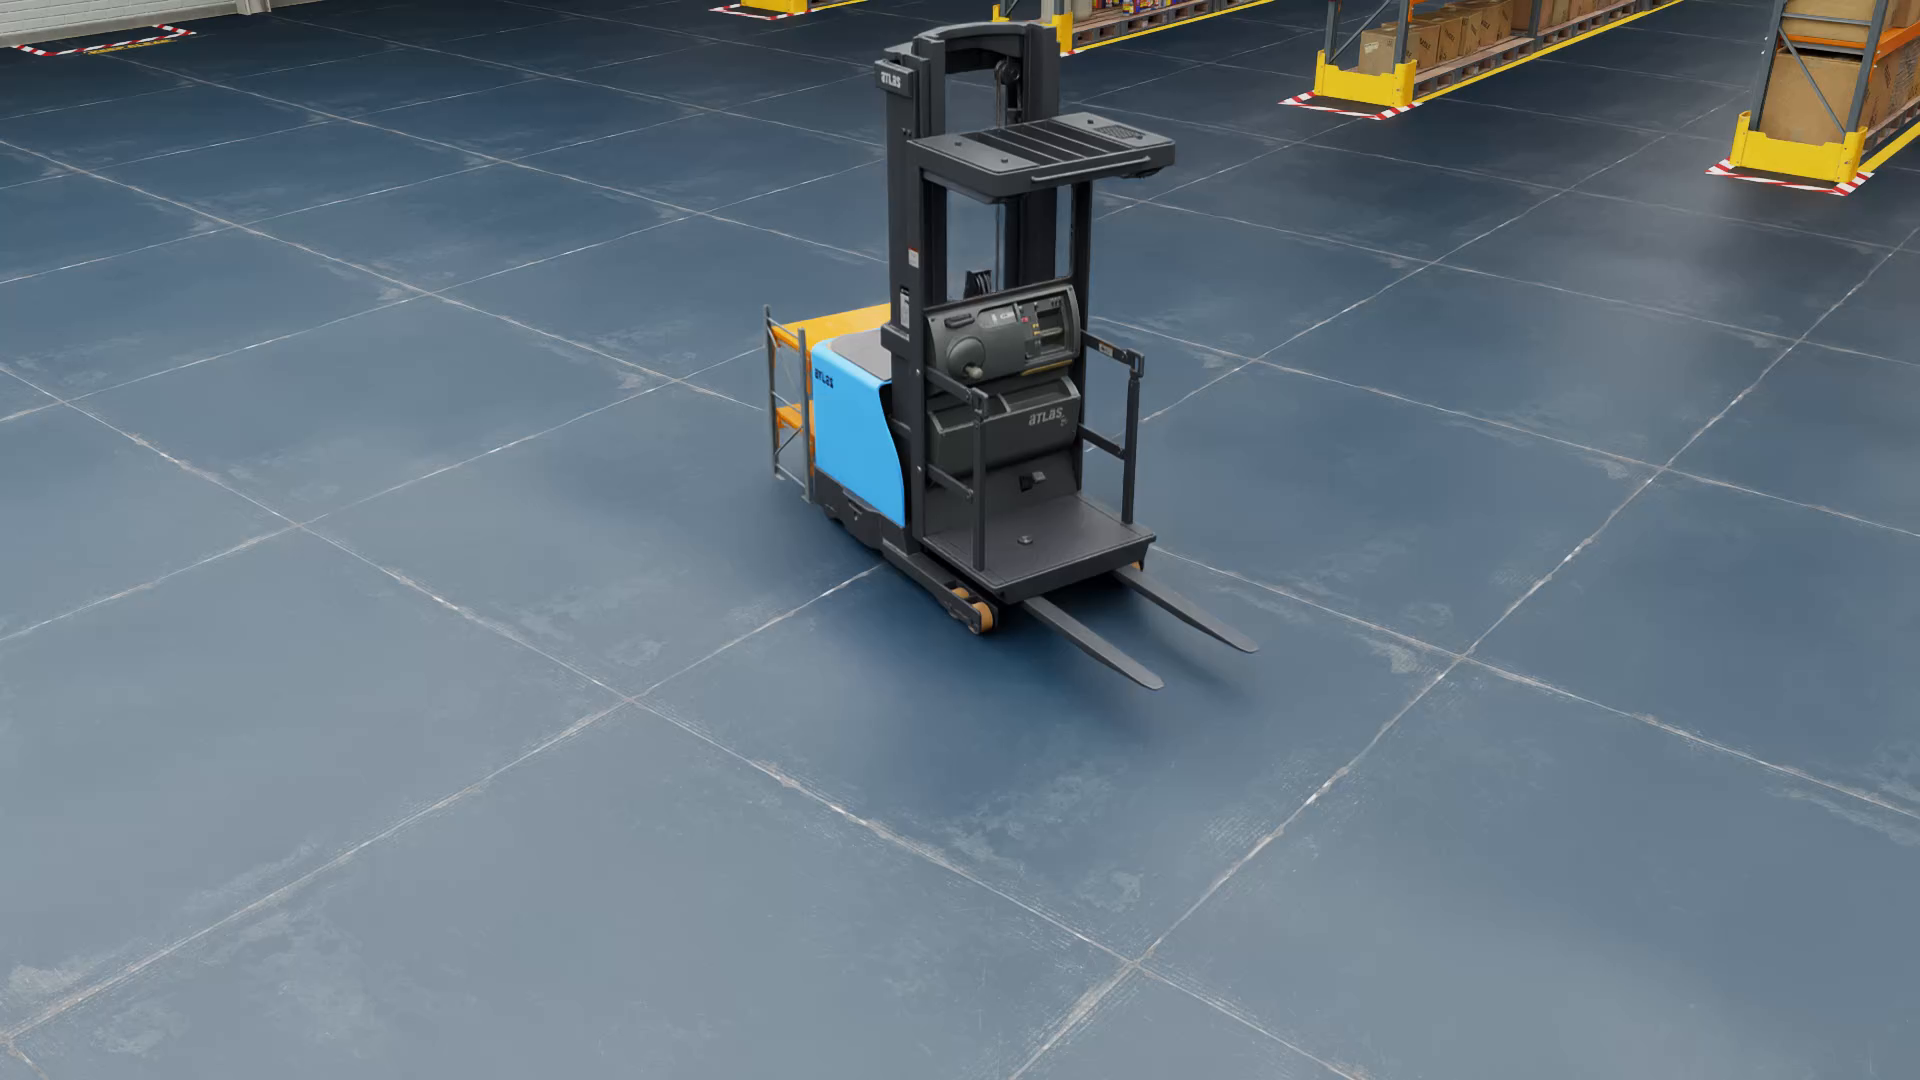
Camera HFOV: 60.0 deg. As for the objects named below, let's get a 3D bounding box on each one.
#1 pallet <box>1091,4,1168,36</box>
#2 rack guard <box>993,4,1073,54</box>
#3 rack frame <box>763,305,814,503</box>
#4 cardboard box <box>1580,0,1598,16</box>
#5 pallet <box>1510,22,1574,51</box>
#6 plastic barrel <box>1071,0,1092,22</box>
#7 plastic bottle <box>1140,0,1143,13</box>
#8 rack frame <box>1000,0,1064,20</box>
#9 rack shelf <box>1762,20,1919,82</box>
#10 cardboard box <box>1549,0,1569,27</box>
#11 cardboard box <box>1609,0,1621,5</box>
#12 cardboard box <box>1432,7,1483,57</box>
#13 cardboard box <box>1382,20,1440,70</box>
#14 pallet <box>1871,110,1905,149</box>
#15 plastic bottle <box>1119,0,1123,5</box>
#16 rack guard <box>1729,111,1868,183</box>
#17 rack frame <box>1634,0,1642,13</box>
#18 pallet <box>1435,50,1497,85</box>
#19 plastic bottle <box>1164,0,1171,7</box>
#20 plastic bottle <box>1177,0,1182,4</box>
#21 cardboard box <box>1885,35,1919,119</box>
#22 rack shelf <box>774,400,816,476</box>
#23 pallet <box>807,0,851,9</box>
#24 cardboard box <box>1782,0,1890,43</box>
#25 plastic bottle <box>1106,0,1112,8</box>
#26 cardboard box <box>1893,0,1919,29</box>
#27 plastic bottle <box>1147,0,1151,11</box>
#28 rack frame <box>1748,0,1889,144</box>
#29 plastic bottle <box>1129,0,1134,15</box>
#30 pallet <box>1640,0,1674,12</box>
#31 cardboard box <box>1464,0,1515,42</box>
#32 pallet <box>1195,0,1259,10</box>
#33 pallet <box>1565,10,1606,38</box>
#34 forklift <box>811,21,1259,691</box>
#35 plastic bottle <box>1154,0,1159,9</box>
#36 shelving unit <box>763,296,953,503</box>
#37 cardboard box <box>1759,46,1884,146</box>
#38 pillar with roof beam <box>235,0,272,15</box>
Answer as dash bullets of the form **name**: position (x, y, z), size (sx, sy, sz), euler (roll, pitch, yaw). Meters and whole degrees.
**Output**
- **pallet**: position (2.284, -7.591, 24.193), size (1.003, 0.211, 1.213), euler (21, 34, 34)
- **rack guard**: position (0.987, -7.002, 22.741), size (1.175, 0.500, 0.348), euler (21, 34, 34)
- **rack frame**: position (-1.045, -0.824, 10.119), size (0.032, 1.125, 0.500), euler (-16, 31, -28)
- **cardboard box**: position (8.776, -7.899, 23.996), size (0.700, 0.500, 0.500), euler (24, 36, 38)
- **pallet**: position (7.835, -7.080, 23.206), size (1.003, 0.211, 1.213), euler (21, 34, 34)
- **plastic barrel**: position (1.653, -7.586, 23.401), size (0.421, 0.512, 0.421), euler (0, 27, 0)
- **plastic bottle**: position (2.586, -7.728, 23.915), size (0.097, 0.271, 0.097), euler (0, 27, 0)
- **rack frame**: position (0.975, -8.072, 22.088), size (1.000, 3.000, 0.127), euler (21, 34, 34)
- **rack shelf**: position (9.832, -5.528, 17.954), size (1.077, 0.370, 4.000), euler (21, 34, 34)
- **cardboard box**: position (8.066, -7.502, 23.229), size (0.700, 0.500, 0.500), euler (21, 34, 34)
- **cardboard box**: position (9.474, -8.302, 24.775), size (0.700, 0.500, 0.500), euler (19, 33, 32)
- **cardboard box**: position (6.363, -6.540, 21.391), size (0.500, 0.500, 0.500), euler (17, 32, 30)
- **cardboard box**: position (5.560, -6.139, 20.615), size (0.500, 0.500, 0.500), euler (-18, 32, -31)
- **pallet**: position (9.784, -4.637, 18.484), size (1.003, 0.211, 1.213), euler (21, 34, 34)
- **plastic bottle**: position (2.425, -8.058, 24.548), size (0.152, 0.276, 0.135), euler (21, 34, 34)
- **rack guard**: position (8.544, -4.020, 16.976), size (1.175, 0.500, 0.348), euler (21, 34, 34)
- **rack frame**: position (9.885, -9.460, 24.773), size (1.000, 3.000, 0.127), euler (21, 34, 34)
- **pallet**: position (6.165, -6.121, 21.352), size (1.003, 0.211, 1.213), euler (21, 34, 34)
- **plastic bottle**: position (3.004, -8.013, 24.380), size (0.144, 0.351, 0.185), euler (21, 34, 34)
- **plastic bottle**: position (3.210, -8.128, 24.601), size (0.144, 0.351, 0.185), euler (19, 33, 32)
- **cardboard box**: position (10.079, -5.276, 18.540), size (0.875, 0.875, 0.875), euler (21, 34, 35)
- **rack shelf**: position (-0.616, -0.732, 10.473), size (1.000, 0.278, 0.538), euler (-16, 31, -28)
- **pallet**: position (-2.391, -8.565, 26.077), size (1.003, 0.211, 1.213), euler (21, 34, 34)
- **cardboard box**: position (8.761, -5.350, 16.664), size (0.875, 0.550, 0.550), euler (21, 34, 34)
- **plastic bottle**: position (2.182, -7.904, 24.331), size (0.097, 0.201, 0.097), euler (0, 27, 0)
- **cardboard box**: position (9.547, -5.713, 17.366), size (0.875, 0.550, 0.550), euler (21, 34, 34)
- **plastic bottle**: position (2.713, -7.768, 24.068), size (0.097, 0.201, 0.097), euler (0, 27, 0)
- **rack frame**: position (8.560, -5.139, 16.418), size (1.000, 3.000, 0.127), euler (21, 34, 34)
- **plastic bottle**: position (2.434, -7.612, 23.767), size (0.097, 0.201, 0.097), euler (0, 27, 0)
- **pallet**: position (10.445, -8.479, 25.911), size (1.003, 0.211, 1.213), euler (21, 34, 34)
- **cardboard box**: position (7.056, -6.988, 22.258), size (0.500, 0.500, 0.500), euler (20, 33, 33)
- **pallet**: position (3.988, -8.541, 26.030), size (1.003, 0.211, 1.213), euler (21, 34, 34)
- **pallet**: position (8.611, -7.515, 24.046), size (1.003, 0.211, 1.213), euler (21, 34, 34)
- **forklift**: position (0.360, -1.055, 8.599), size (1.130, 2.935, 3.031), euler (-17, 32, -30)
- **plastic bottle**: position (2.844, -7.841, 24.209), size (0.097, 0.201, 0.097), euler (0, 27, 0)
- **shelving unit**: position (-0.616, -0.949, 10.361), size (1.048, 1.125, 0.538), euler (-16, 31, -28)
- **cardboard box**: position (8.940, -4.641, 17.312), size (0.875, 0.875, 0.875), euler (21, 34, 35)
- **pillar with roof beam**: position (-7.387, -10.747, 20.731), size (9.100, 9.000, 0.400), euler (21, 34, 34)
